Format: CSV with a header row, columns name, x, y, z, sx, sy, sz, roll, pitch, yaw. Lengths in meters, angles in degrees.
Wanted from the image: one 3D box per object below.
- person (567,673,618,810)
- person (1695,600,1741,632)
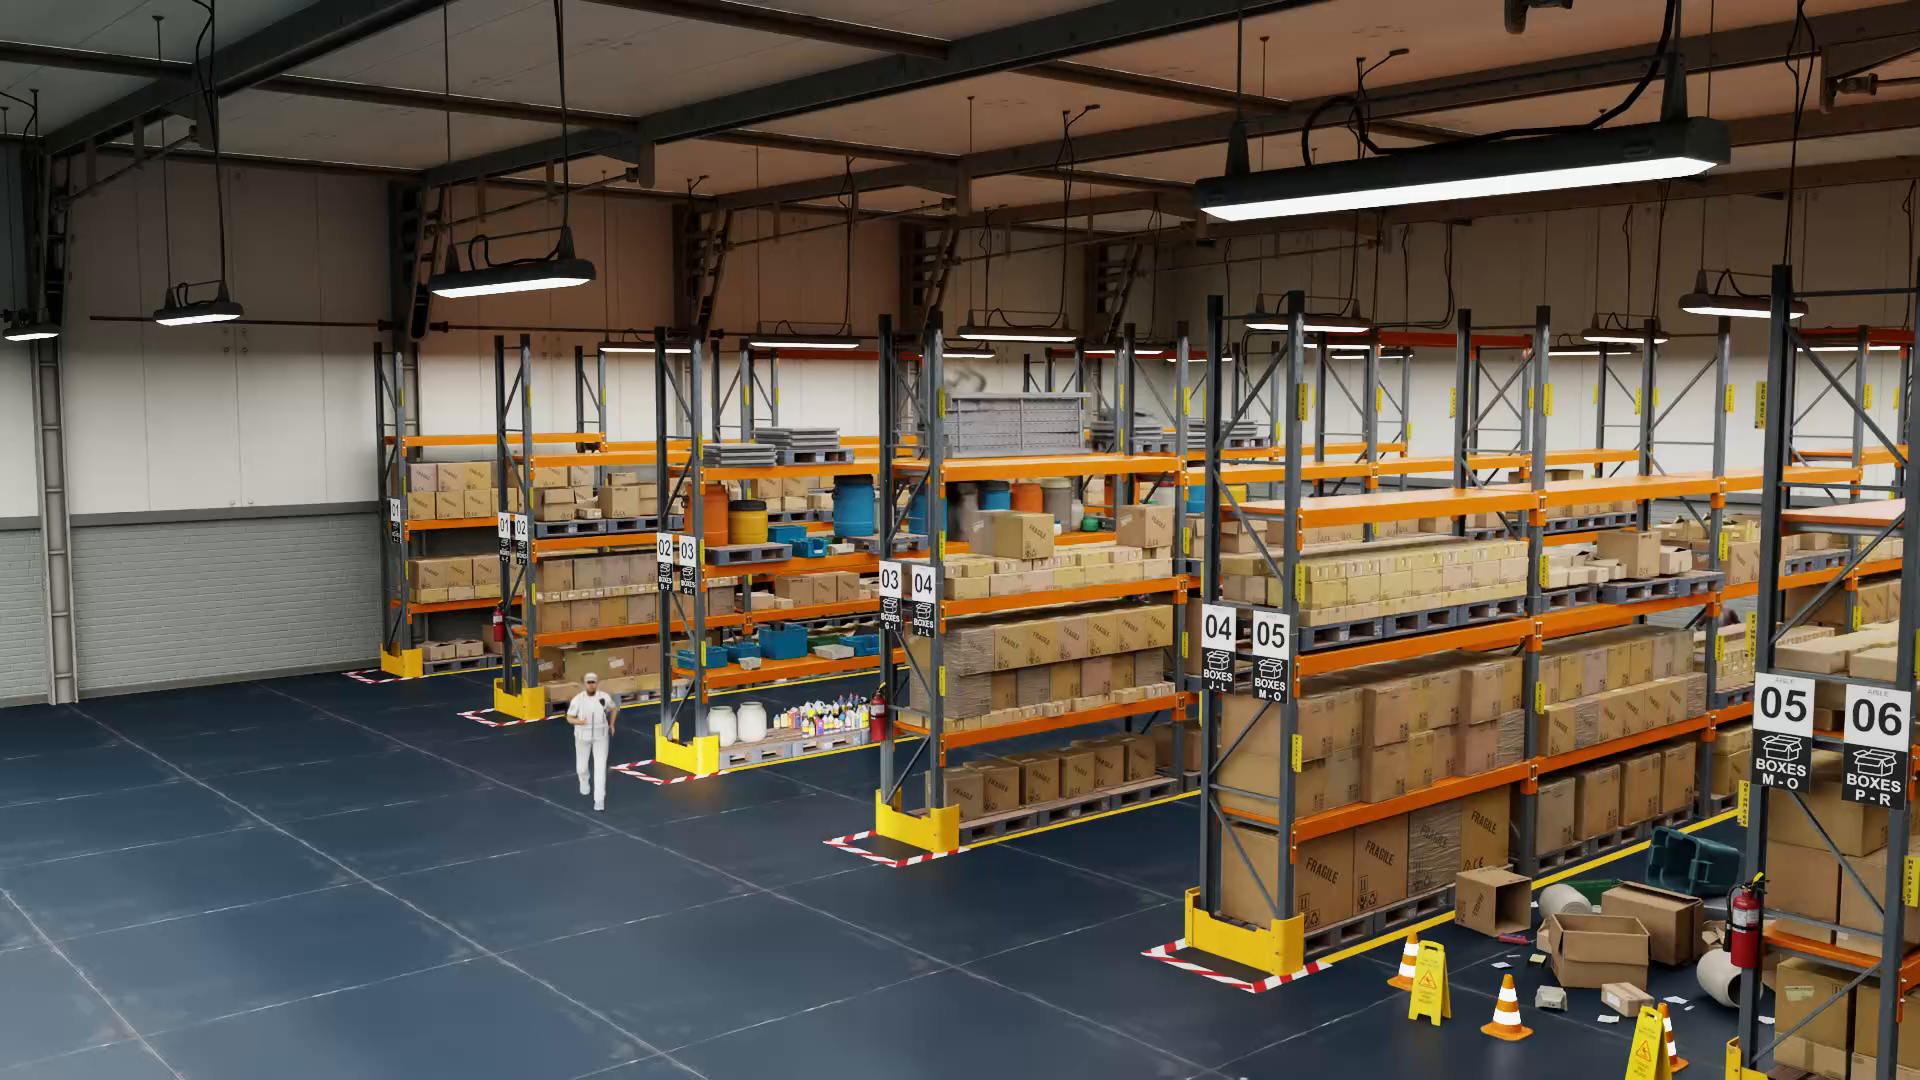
name,x,y,z,sx,sy,sz,roll,pitch,yaw
person,-4.555,2.457,20.618,0.621,1.639,0.906,-1,5,-13
person,12.833,1.765,28.094,0.715,1.703,0.611,1,5,8
